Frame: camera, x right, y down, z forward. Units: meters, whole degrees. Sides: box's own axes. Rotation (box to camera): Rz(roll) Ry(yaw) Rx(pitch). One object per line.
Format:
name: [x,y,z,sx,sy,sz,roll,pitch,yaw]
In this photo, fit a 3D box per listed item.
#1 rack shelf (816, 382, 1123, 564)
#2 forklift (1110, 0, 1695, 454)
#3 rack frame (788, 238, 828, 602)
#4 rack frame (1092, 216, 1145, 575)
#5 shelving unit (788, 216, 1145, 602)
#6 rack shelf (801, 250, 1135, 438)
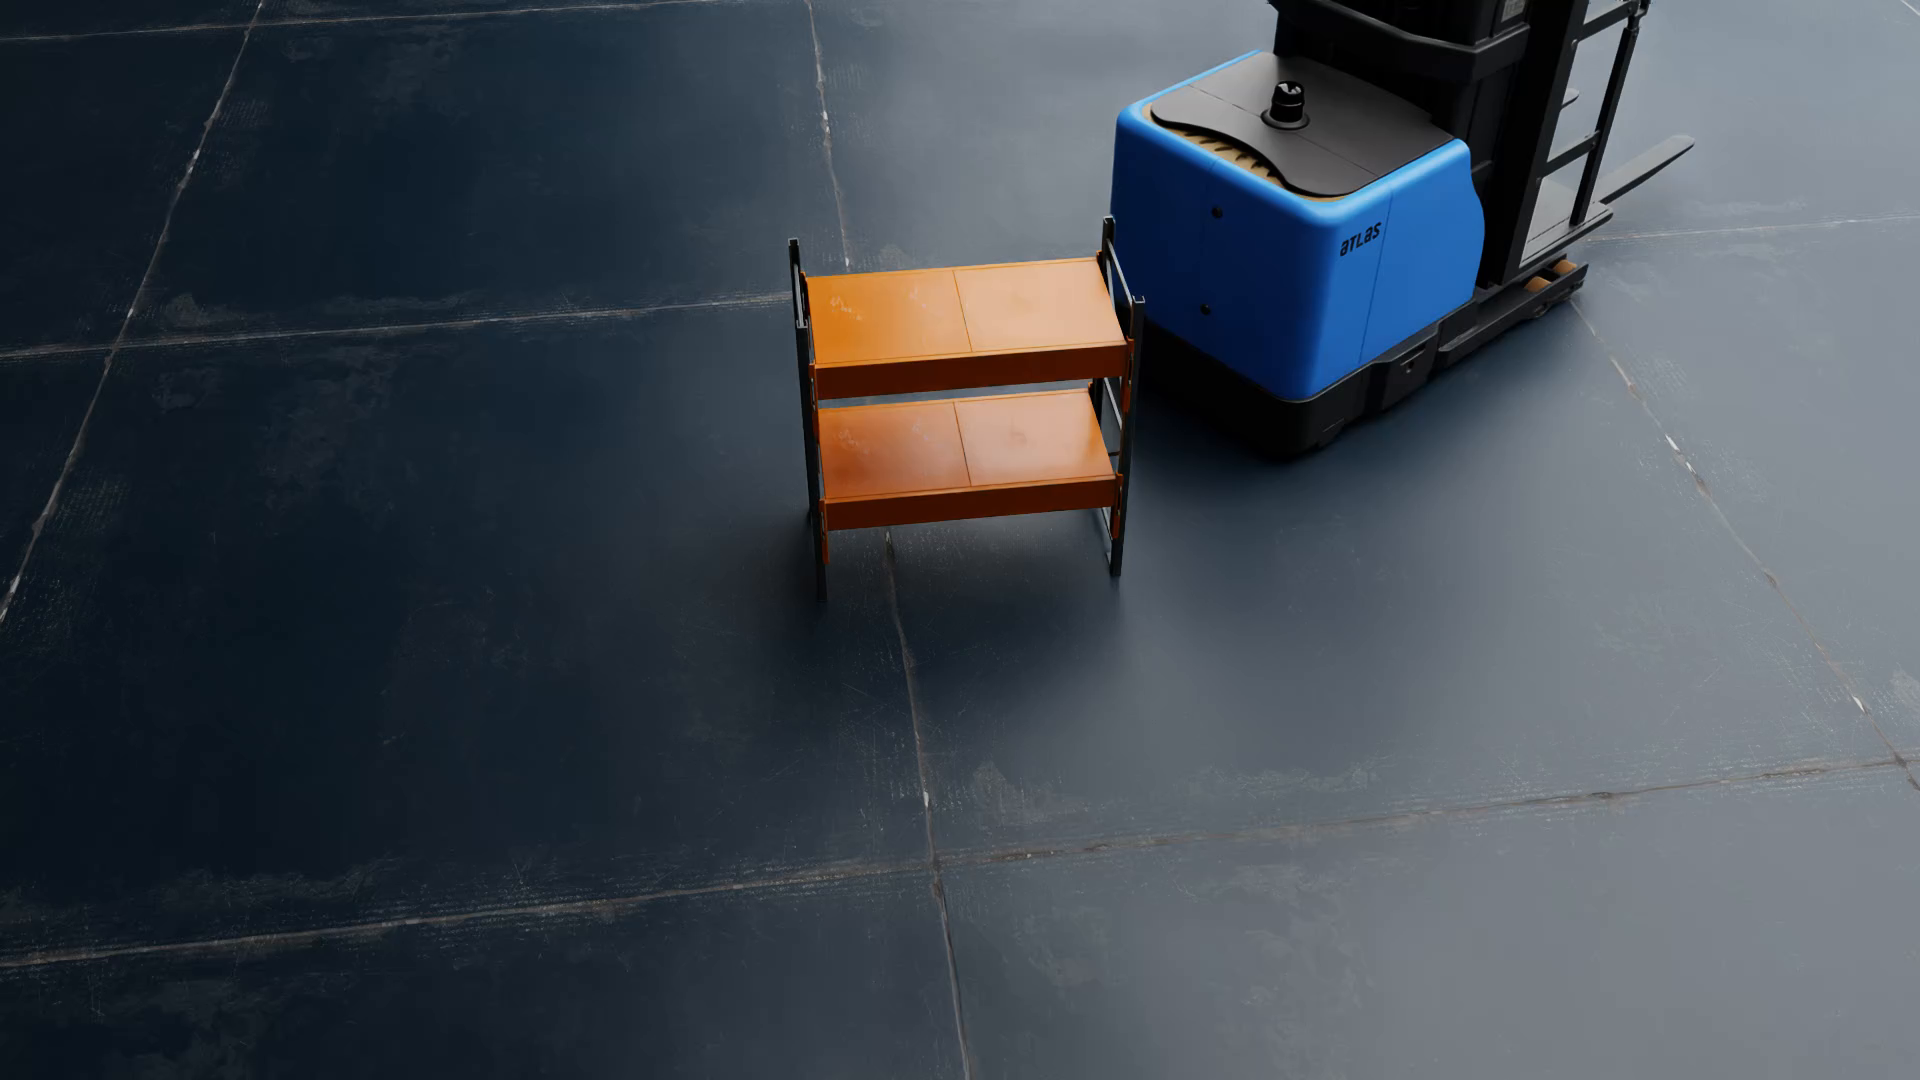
rack shelf: [0.007,-0.237,5.681,1.000,0.278,0.538,-5,42,-6]
forklift: [1.996,-2.253,6.203,3.031,2.935,1.130,-30,50,-29]
rack frame: [-0.497,-0.374,5.469,0.032,1.125,0.500,-5,42,-6]
rack frame: [0.511,-0.462,5.566,0.032,1.125,0.500,-5,42,-6]
shelving unit: [0.007,-0.418,5.518,1.048,1.125,0.538,-5,42,-6]
rack shelf: [0.007,-0.636,5.322,1.000,0.278,0.538,-5,42,-6]
